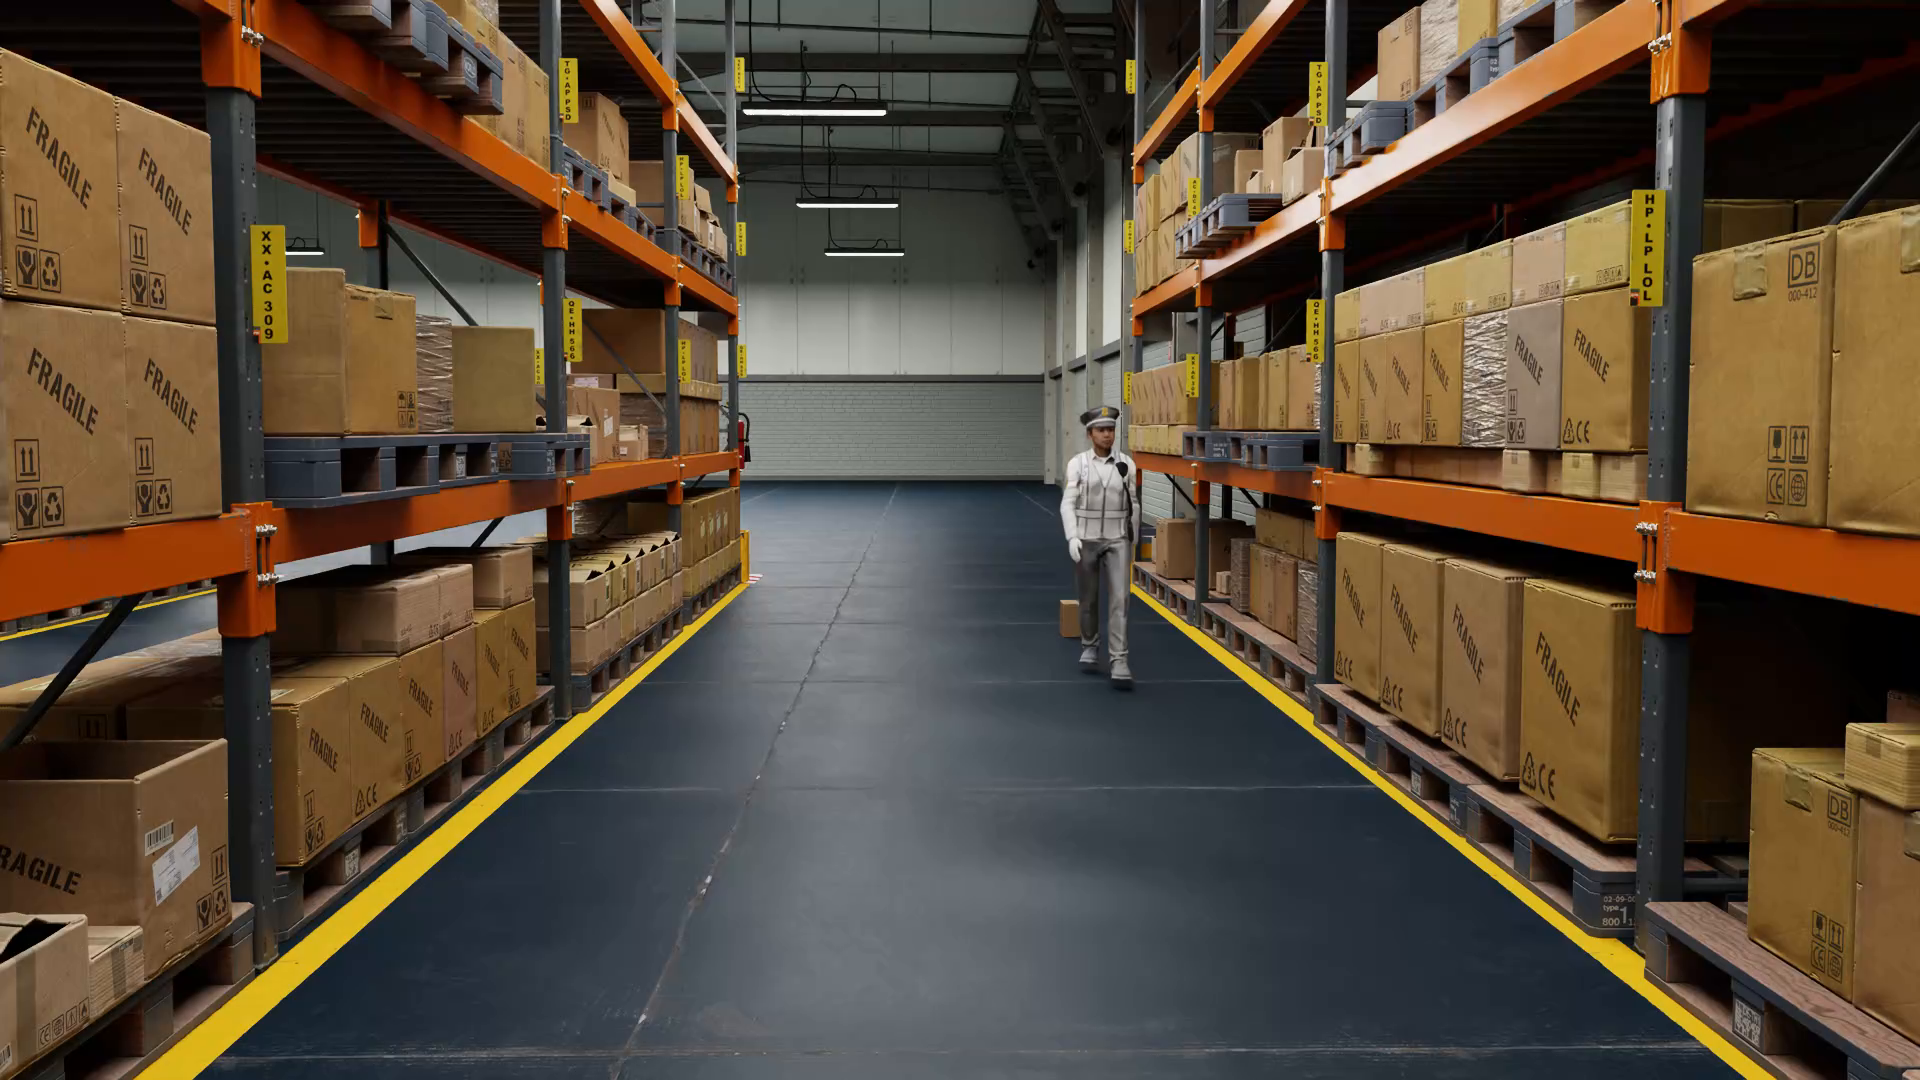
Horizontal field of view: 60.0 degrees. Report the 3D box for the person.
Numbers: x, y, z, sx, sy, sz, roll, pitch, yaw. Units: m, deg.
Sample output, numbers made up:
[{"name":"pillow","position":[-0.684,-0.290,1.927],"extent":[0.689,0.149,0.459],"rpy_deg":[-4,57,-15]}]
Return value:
[{"name":"person","position":[0.858,-0.003,10.099],"extent":[0.498,1.624,1.009],"rpy_deg":[0,4,1]}]
